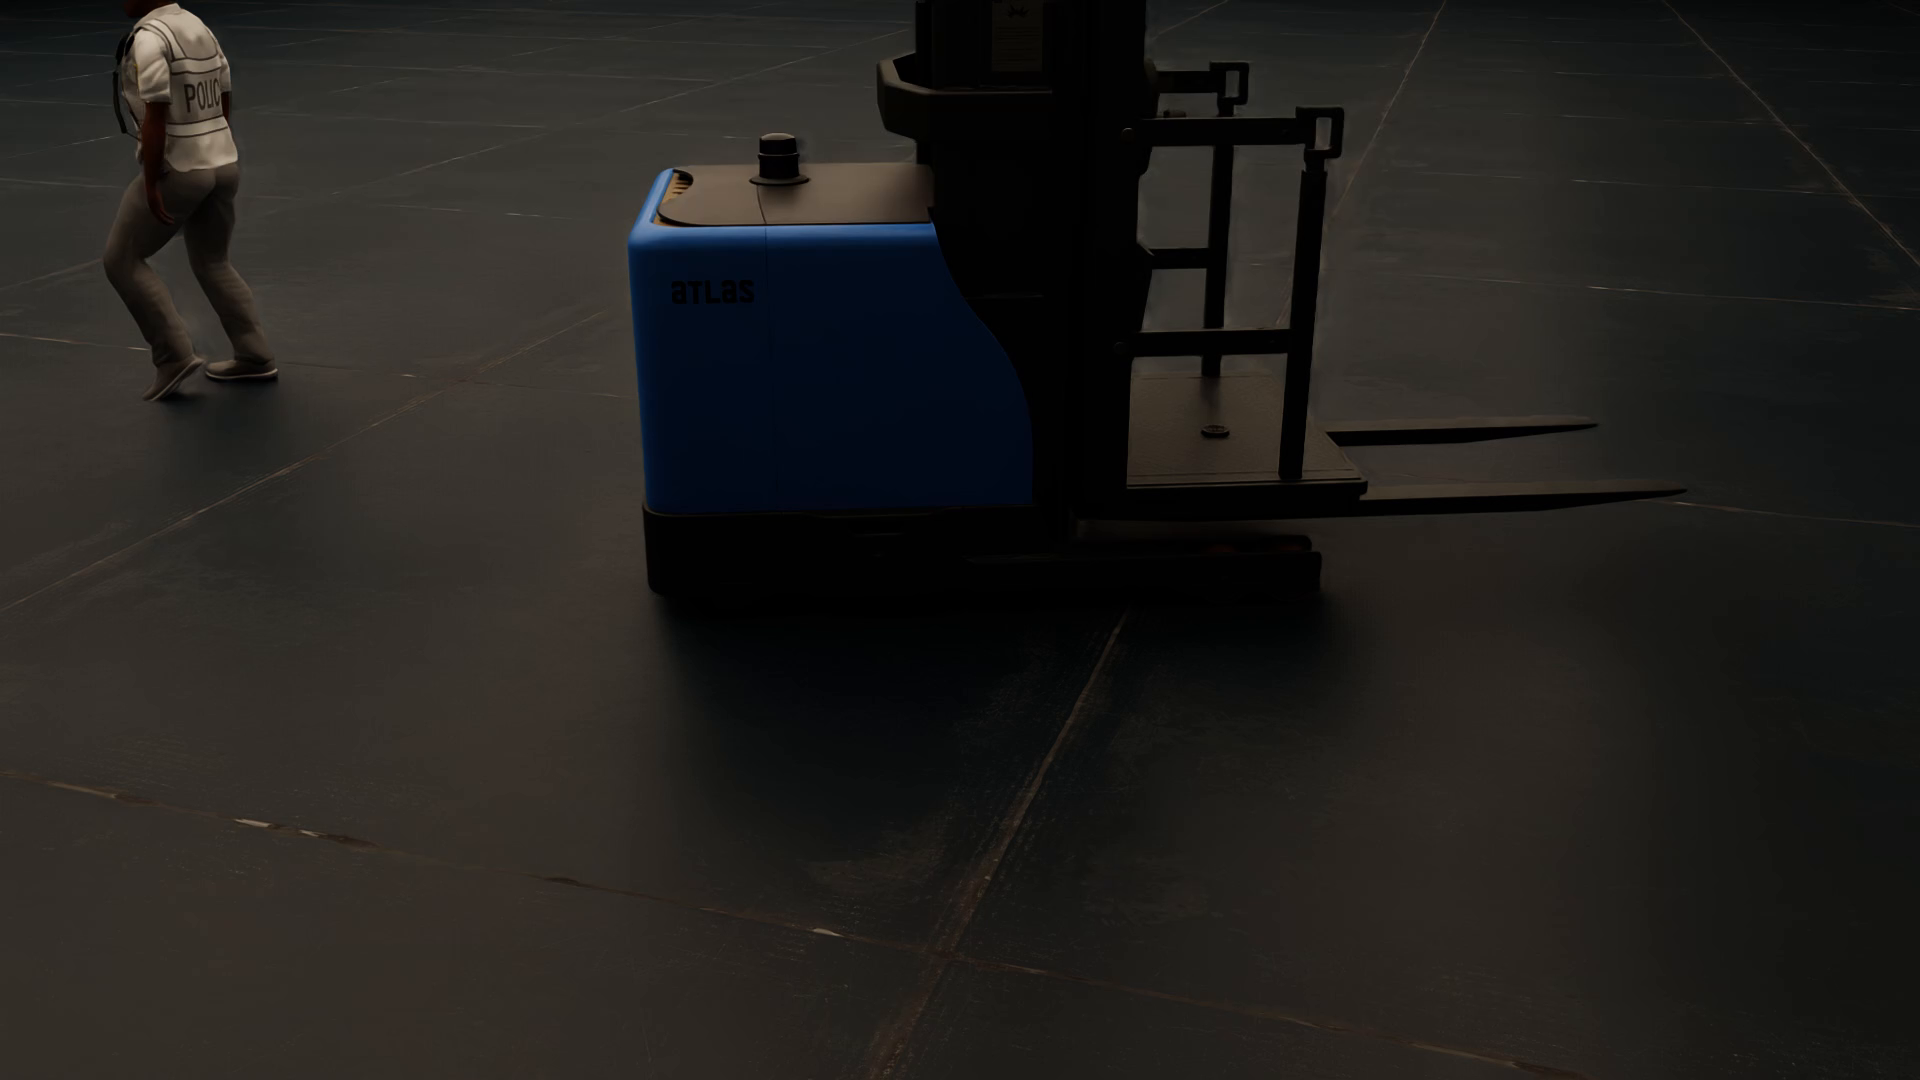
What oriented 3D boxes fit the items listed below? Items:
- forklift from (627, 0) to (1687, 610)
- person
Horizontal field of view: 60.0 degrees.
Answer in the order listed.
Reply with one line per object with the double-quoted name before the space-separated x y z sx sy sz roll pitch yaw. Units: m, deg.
"forklift" 0.606 -1.374 4.608 3.031 2.935 1.130 -2 23 -4
"person" -2.992 -1.371 6.346 0.478 1.692 0.553 3 23 6
